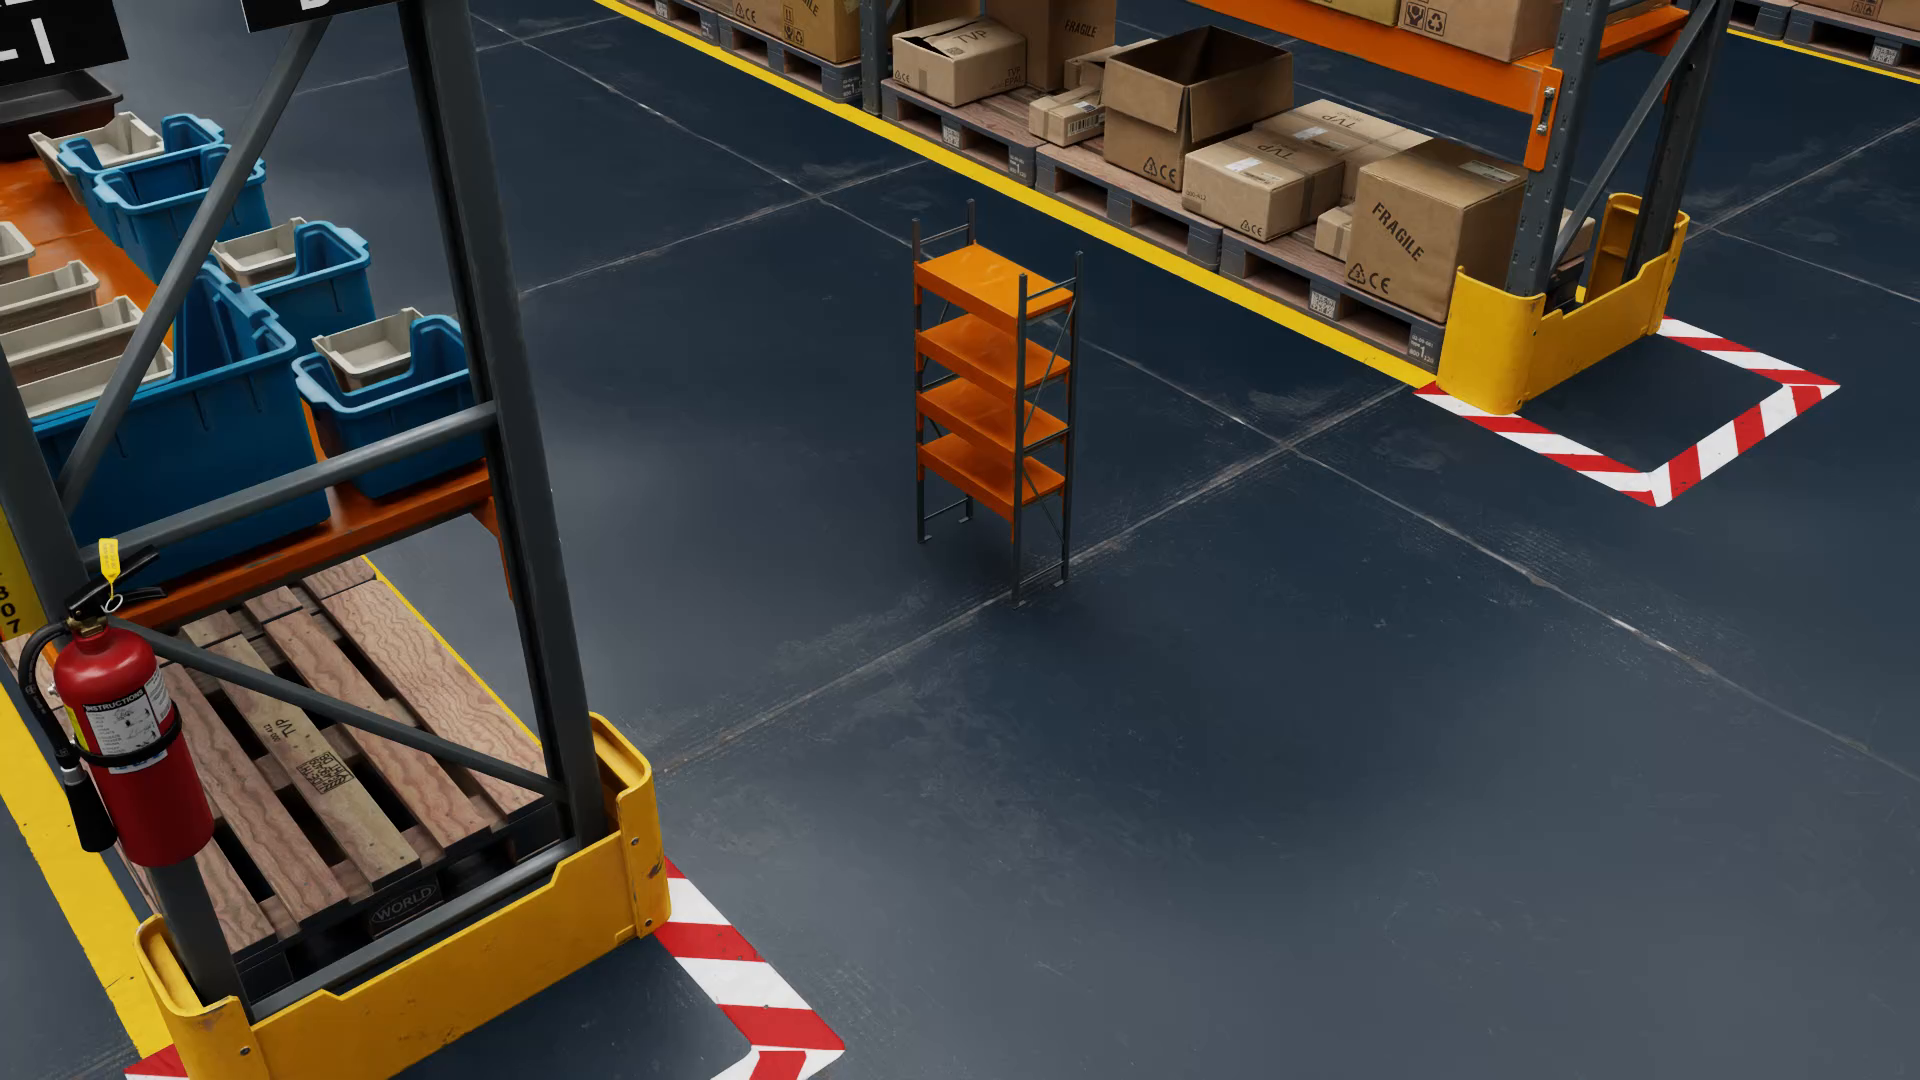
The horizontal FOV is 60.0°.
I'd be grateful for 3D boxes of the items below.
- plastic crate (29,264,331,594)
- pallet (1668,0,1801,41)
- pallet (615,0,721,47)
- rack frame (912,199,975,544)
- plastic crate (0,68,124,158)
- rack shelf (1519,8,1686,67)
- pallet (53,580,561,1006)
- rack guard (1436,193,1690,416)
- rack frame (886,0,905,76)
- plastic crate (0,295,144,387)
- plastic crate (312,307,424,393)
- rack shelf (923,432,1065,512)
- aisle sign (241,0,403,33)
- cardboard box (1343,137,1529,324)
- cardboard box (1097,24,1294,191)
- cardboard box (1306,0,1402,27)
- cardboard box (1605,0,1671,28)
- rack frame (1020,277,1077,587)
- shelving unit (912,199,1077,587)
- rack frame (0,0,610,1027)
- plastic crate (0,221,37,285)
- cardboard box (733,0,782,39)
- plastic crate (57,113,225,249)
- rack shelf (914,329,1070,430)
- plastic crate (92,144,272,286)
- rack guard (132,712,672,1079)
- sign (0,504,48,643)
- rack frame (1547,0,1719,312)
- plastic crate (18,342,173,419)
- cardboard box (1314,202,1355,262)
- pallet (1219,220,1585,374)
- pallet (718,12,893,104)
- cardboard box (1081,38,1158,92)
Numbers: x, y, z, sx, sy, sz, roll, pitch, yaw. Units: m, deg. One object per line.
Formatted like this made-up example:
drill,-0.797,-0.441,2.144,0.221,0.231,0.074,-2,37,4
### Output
plastic crate,-1.673,-0.221,3.384,0.616,0.435,0.499,-26,43,-32
pallet,4.895,-3.523,10.542,1.003,0.211,1.213,-26,43,-32
pallet,-1.454,-3.462,10.455,1.003,0.211,1.213,-26,43,-32
rack frame,-0.051,-0.524,5.452,0.240,1.200,0.015,-26,43,-32
plastic crate,-2.968,-1.388,5.301,0.437,0.125,0.590,-26,43,-32
rack shelf,1.182,-2.648,7.285,0.919,0.052,3.809,-26,43,-32
pallet,-1.816,0.655,4.642,1.003,0.211,1.213,-26,43,-32
rack guard,2.423,-0.963,6.678,1.175,0.500,0.348,-26,43,-32
rack frame,-0.106,-3.717,8.403,0.949,2.616,0.053,-26,43,-32
plastic crate,-2.154,-0.447,3.962,0.396,0.136,0.243,-26,43,-32
plastic crate,-1.365,-0.425,3.931,0.250,0.136,0.298,-26,43,-32
rack shelf,0.107,-0.232,5.431,0.221,0.050,0.457,-26,43,-32
aisle sign,-1.040,-1.244,2.662,0.394,0.787,0.004,-26,43,-32
cardboard box,1.933,-1.257,6.712,0.500,0.500,0.500,-26,43,-32
cardboard box,1.108,-2.049,7.827,0.797,0.503,0.637,-26,43,-32
cardboard box,1.638,-2.315,6.336,0.500,0.500,0.500,-26,43,-31
cardboard box,2.388,-2.285,6.294,0.500,0.500,0.500,-25,42,-31
rack frame,0.264,-0.309,5.148,0.228,1.046,0.006,-26,43,-32
shelving unit,0.105,-0.418,5.301,0.258,1.200,0.499,-26,43,-32
rack frame,-1.314,-0.104,3.302,1.000,3.000,0.127,-26,43,-32
plastic crate,-2.558,-0.684,4.297,0.298,0.136,0.250,-26,43,-32
cardboard box,-0.959,-3.208,9.466,0.500,0.500,0.500,-26,43,-32
plastic crate,-2.265,-1.006,4.668,0.416,0.233,0.300,-26,43,-32
rack shelf,0.107,-0.544,5.210,0.258,0.148,0.480,-26,43,-32
plastic crate,-2.071,-0.873,4.481,0.416,0.233,0.300,-26,43,-32
rack guard,-1.288,0.922,4.016,1.175,0.500,0.348,-26,43,-32
sign,-1.724,0.042,2.955,0.100,0.325,0.005,-26,43,-32
rack frame,2.475,-1.951,5.910,0.949,2.616,0.053,-26,43,-32
plastic crate,-1.978,-0.313,3.773,0.396,0.136,0.243,-26,43,-32
cardboard box,1.741,-1.334,7.109,0.380,0.166,0.250,-26,43,-32
pallet,-25.776,-11.246,13.843,28.867,8.999,54.027,-26,43,-32
pallet,-0.663,-2.923,9.694,1.003,0.211,1.213,-26,43,-32
cardboard box,0.960,-2.321,8.378,0.500,0.311,0.500,-26,43,-32
